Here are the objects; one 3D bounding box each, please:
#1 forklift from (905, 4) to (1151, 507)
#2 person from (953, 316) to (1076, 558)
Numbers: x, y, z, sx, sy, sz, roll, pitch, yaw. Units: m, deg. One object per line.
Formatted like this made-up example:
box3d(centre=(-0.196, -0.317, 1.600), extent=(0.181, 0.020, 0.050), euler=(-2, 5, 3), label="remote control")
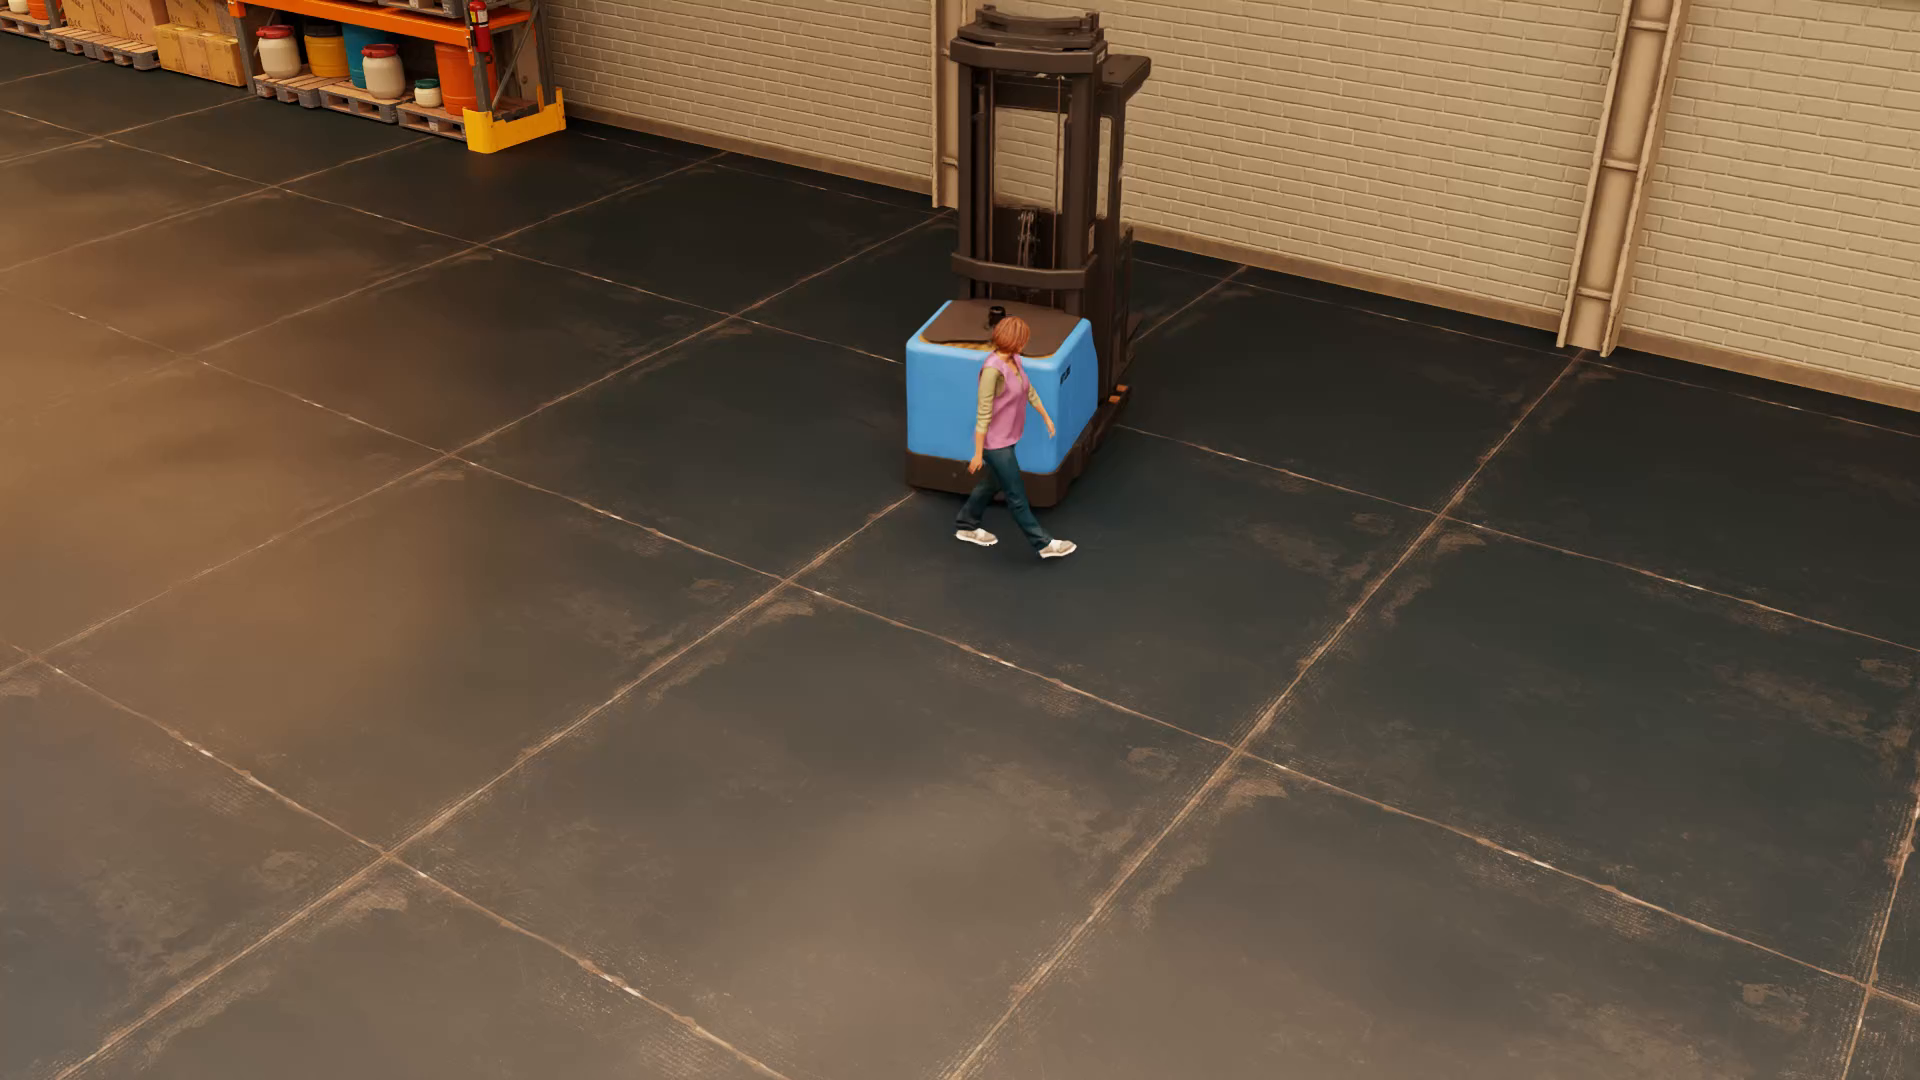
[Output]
box3d(centre=(0.618, -2.205, 11.378), extent=(1.130, 2.935, 3.031), euler=(10, 32, 17), label="forklift")
box3d(centre=(0.331, -0.587, 9.970), extent=(0.828, 1.556, 0.583), euler=(9, 31, 15), label="person")
